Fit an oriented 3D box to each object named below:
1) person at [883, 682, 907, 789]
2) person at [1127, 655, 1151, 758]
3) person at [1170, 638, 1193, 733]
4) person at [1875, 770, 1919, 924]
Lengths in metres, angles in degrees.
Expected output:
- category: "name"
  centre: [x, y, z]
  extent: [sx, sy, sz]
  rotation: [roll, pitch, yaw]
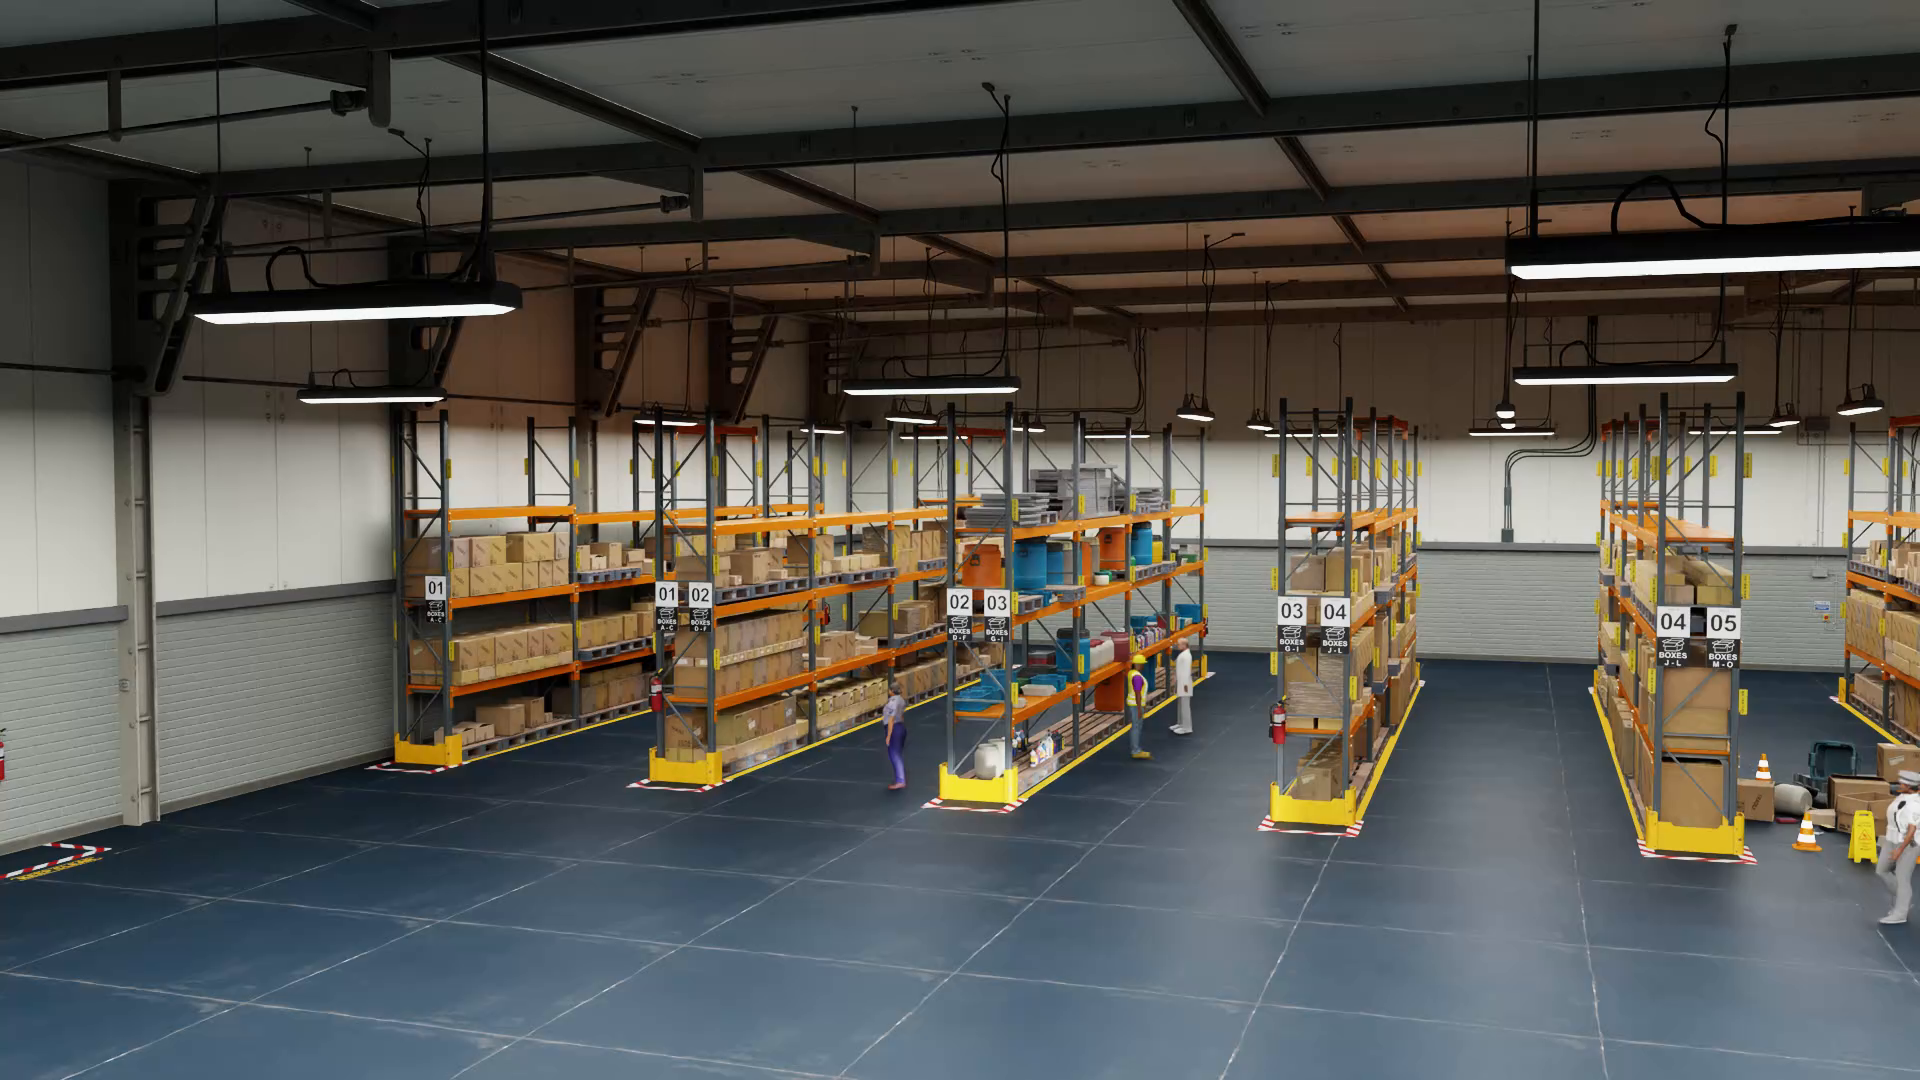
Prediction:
- category: "person"
  centre: [-1.021, 3.084, 26.075]
  extent: [0.381, 1.671, 0.571]
  rotation: [1, 3, 15]
- category: "person"
  centre: [3.105, 2.873, 28.772]
  extent: [0.422, 1.777, 0.574]
  rotation: [0, 2, 1]
- category: "person"
  centre: [4.208, 2.750, 31.601]
  extent: [0.419, 1.780, 0.634]
  rotation: [0, 2, -1]
- category: "person"
  centre: [10.355, 3.385, 18.351]
  extent: [0.481, 1.695, 0.526]
  rotation: [0, 2, -2]
